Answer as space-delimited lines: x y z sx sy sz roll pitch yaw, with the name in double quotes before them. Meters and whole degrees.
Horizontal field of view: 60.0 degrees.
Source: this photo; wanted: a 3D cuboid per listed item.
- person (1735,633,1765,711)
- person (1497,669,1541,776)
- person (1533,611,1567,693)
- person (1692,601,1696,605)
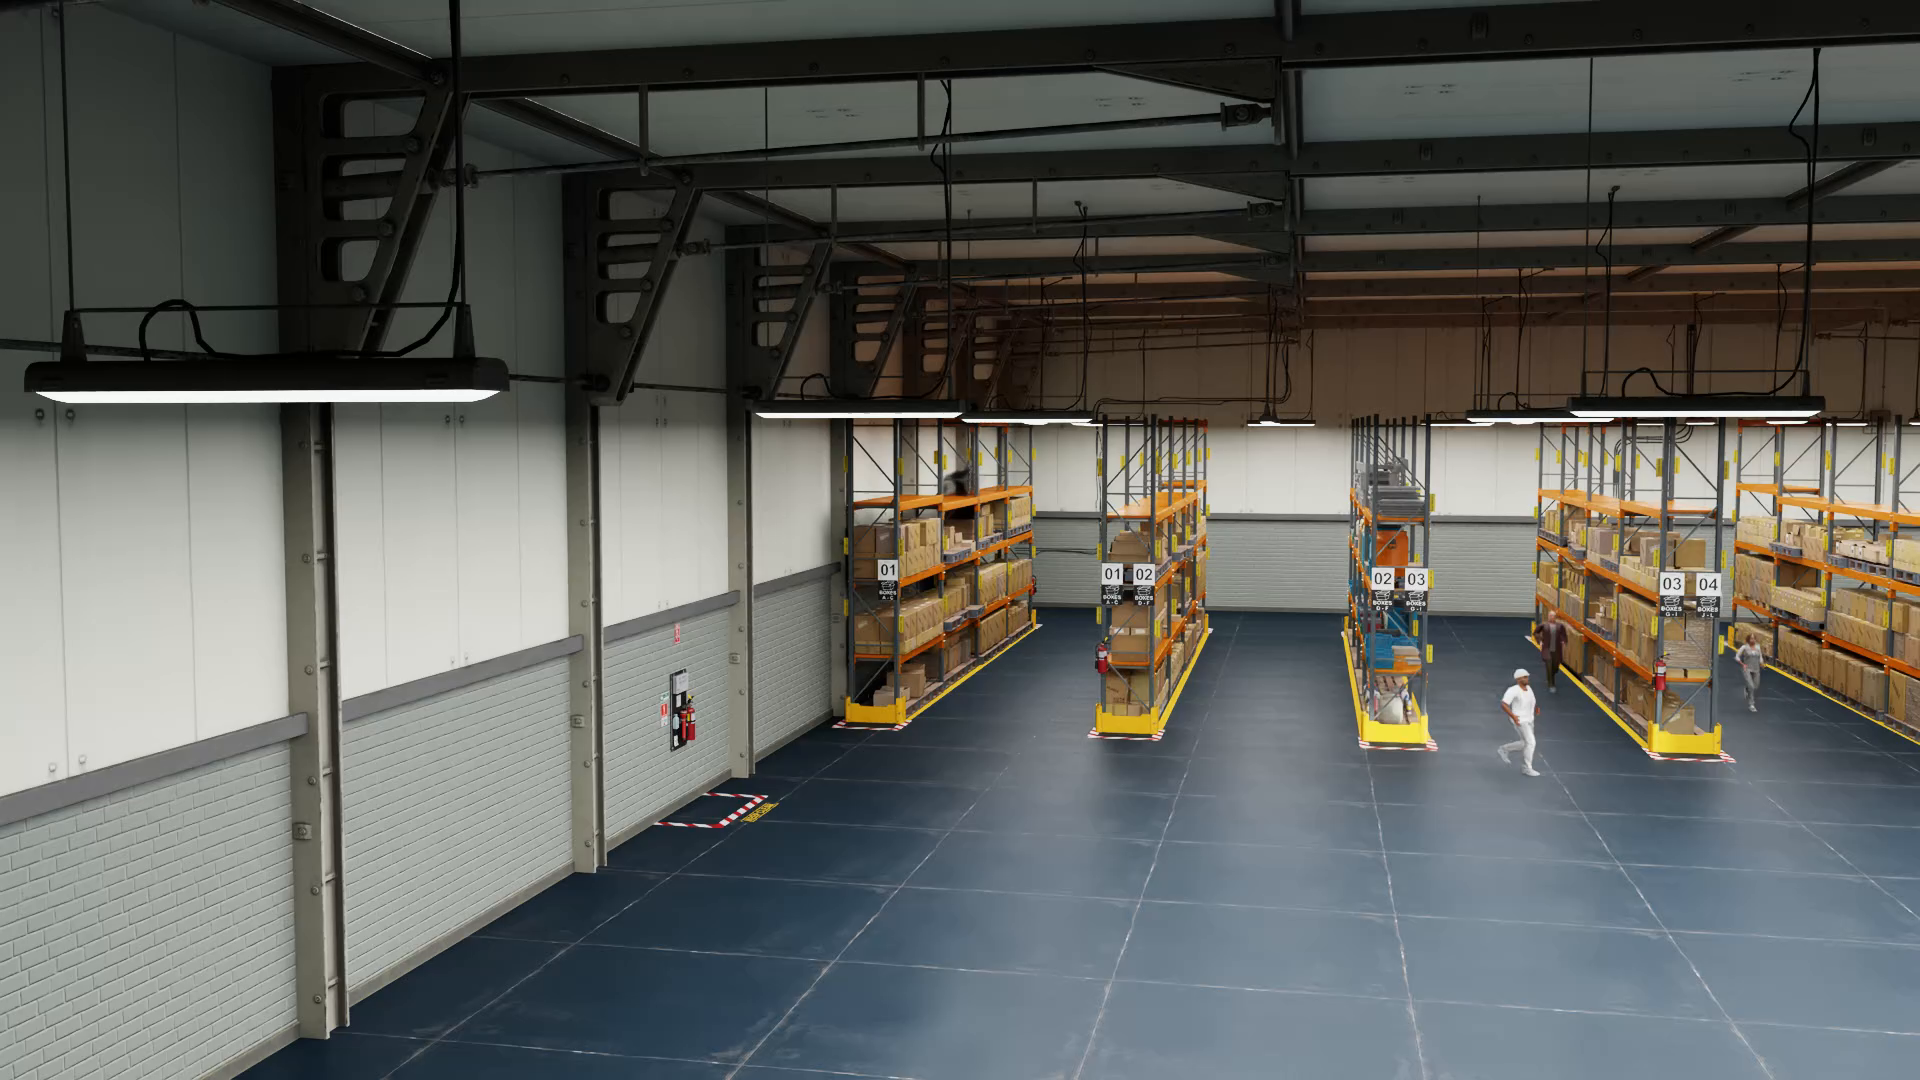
"person" 16.149 2.688 34.032 0.541 1.571 0.634 0 4 3
"person" 9.323 3.014 27.694 0.691 1.756 0.770 -4 5 -44
"person" 12.947 2.431 36.456 0.711 1.769 0.900 1 4 8
"person" 18.819 2.074 42.148 0.583 1.676 0.648 0 4 6
